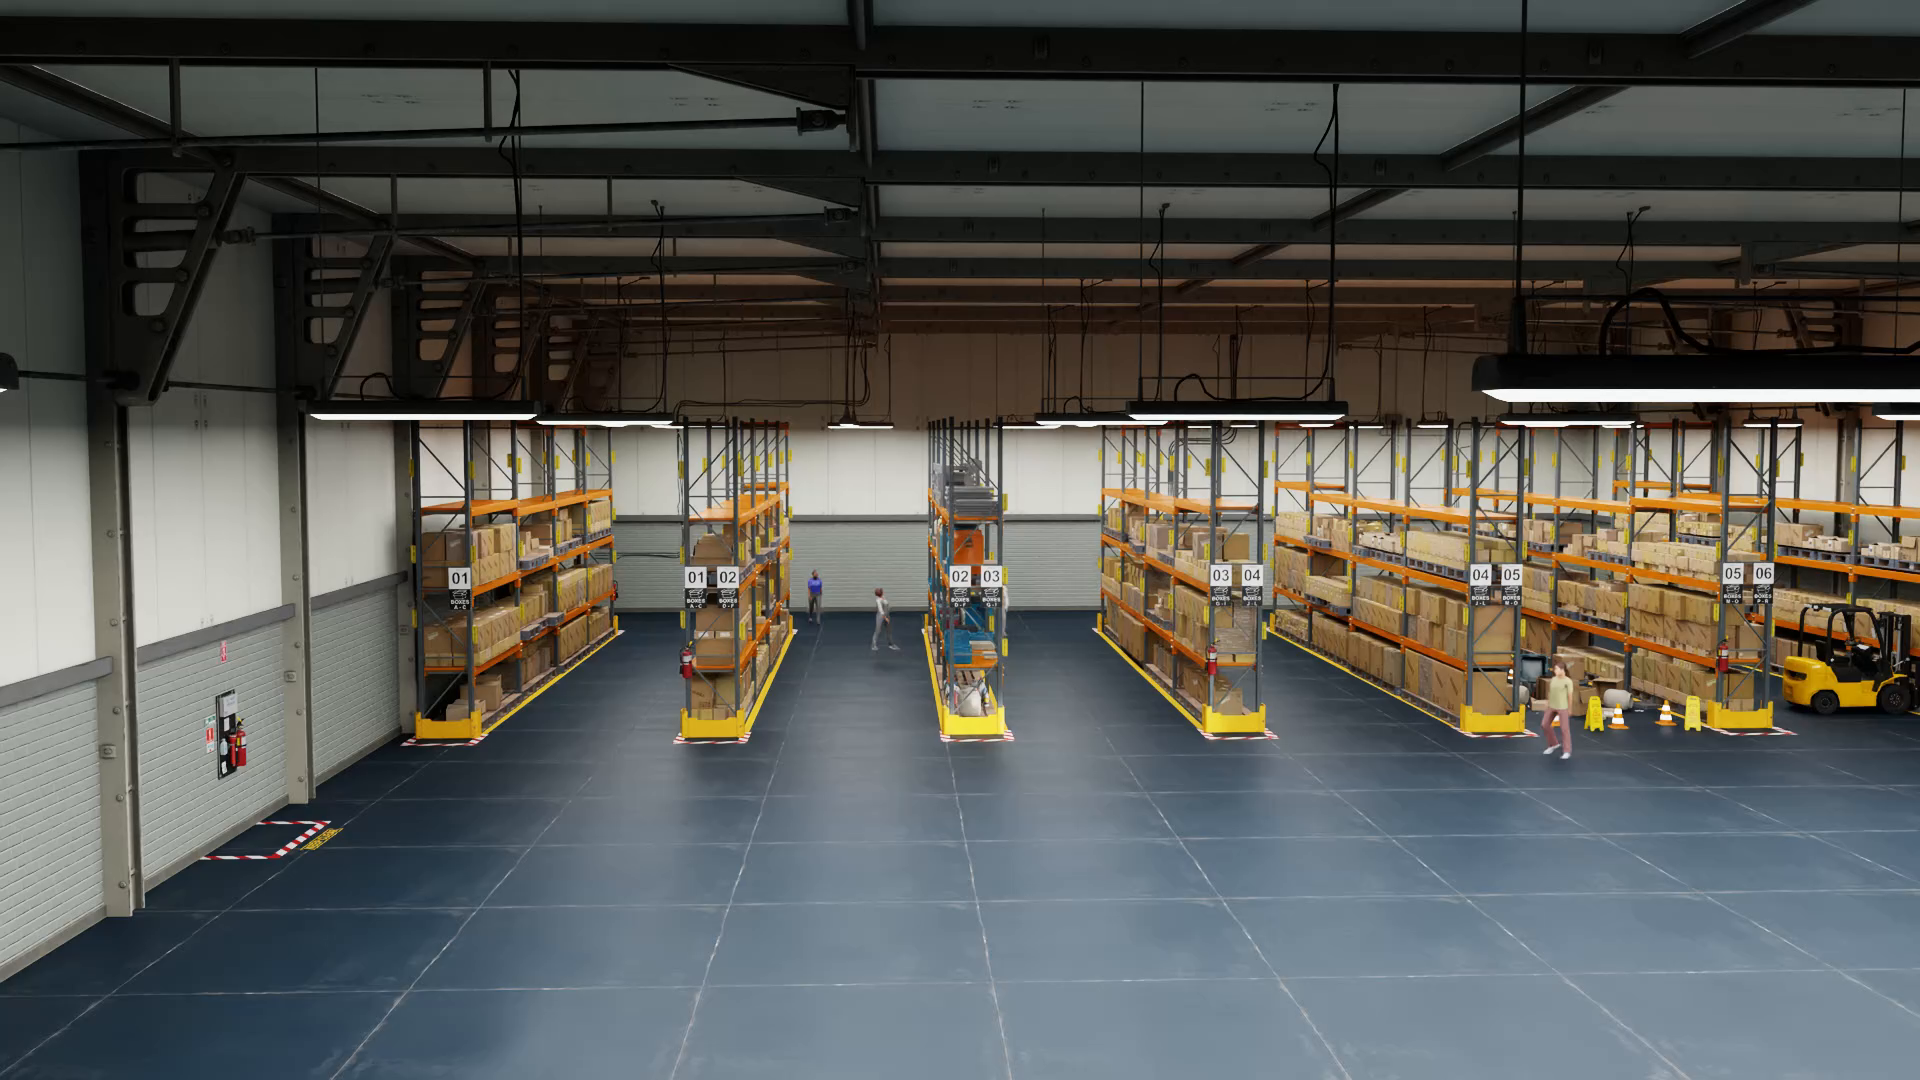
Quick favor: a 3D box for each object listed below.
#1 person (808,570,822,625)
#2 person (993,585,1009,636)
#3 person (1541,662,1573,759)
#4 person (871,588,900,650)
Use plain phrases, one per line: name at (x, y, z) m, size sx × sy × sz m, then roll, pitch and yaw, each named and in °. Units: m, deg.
person at (-4.304, 1.706, 49.406) m, size 0.456 × 1.596 × 0.964 m, roll -1°, pitch 4°, yaw -9°
person at (1.035, 1.732, 44.301) m, size 0.559 × 1.637 × 0.970 m, roll -1°, pitch 4°, yaw -10°
person at (10.505, 2.966, 29.192) m, size 0.396 × 1.684 × 0.537 m, roll -3°, pitch 5°, yaw -37°
person at (-1.884, 1.960, 41.377) m, size 0.569 × 1.578 × 0.603 m, roll 2°, pitch 4°, yaw 27°
